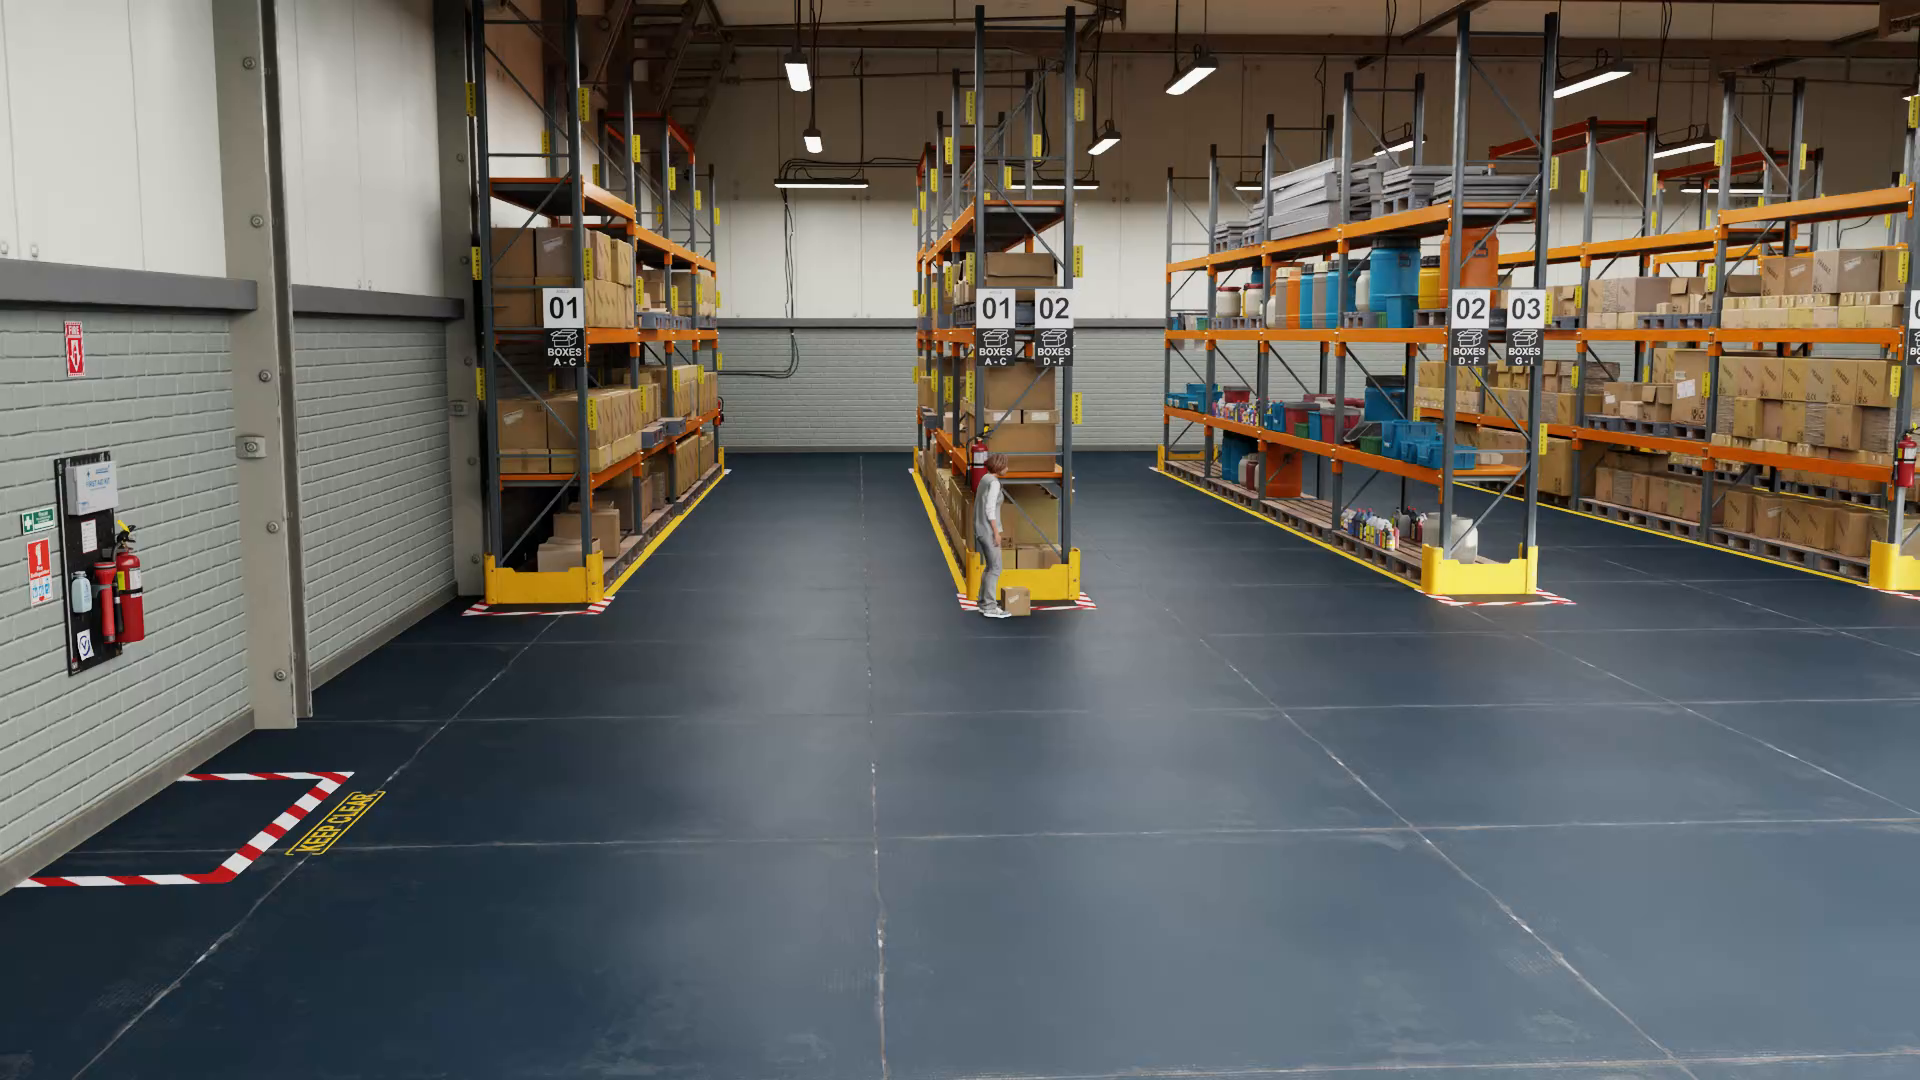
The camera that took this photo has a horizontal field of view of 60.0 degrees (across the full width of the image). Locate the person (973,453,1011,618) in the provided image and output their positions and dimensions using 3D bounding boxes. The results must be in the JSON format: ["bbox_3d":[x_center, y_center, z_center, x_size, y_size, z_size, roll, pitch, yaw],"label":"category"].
[{"bbox_3d":[0.305,-0.056,16.258,0.347,1.591,0.461,-1,7,-8],"label":"person"}]
